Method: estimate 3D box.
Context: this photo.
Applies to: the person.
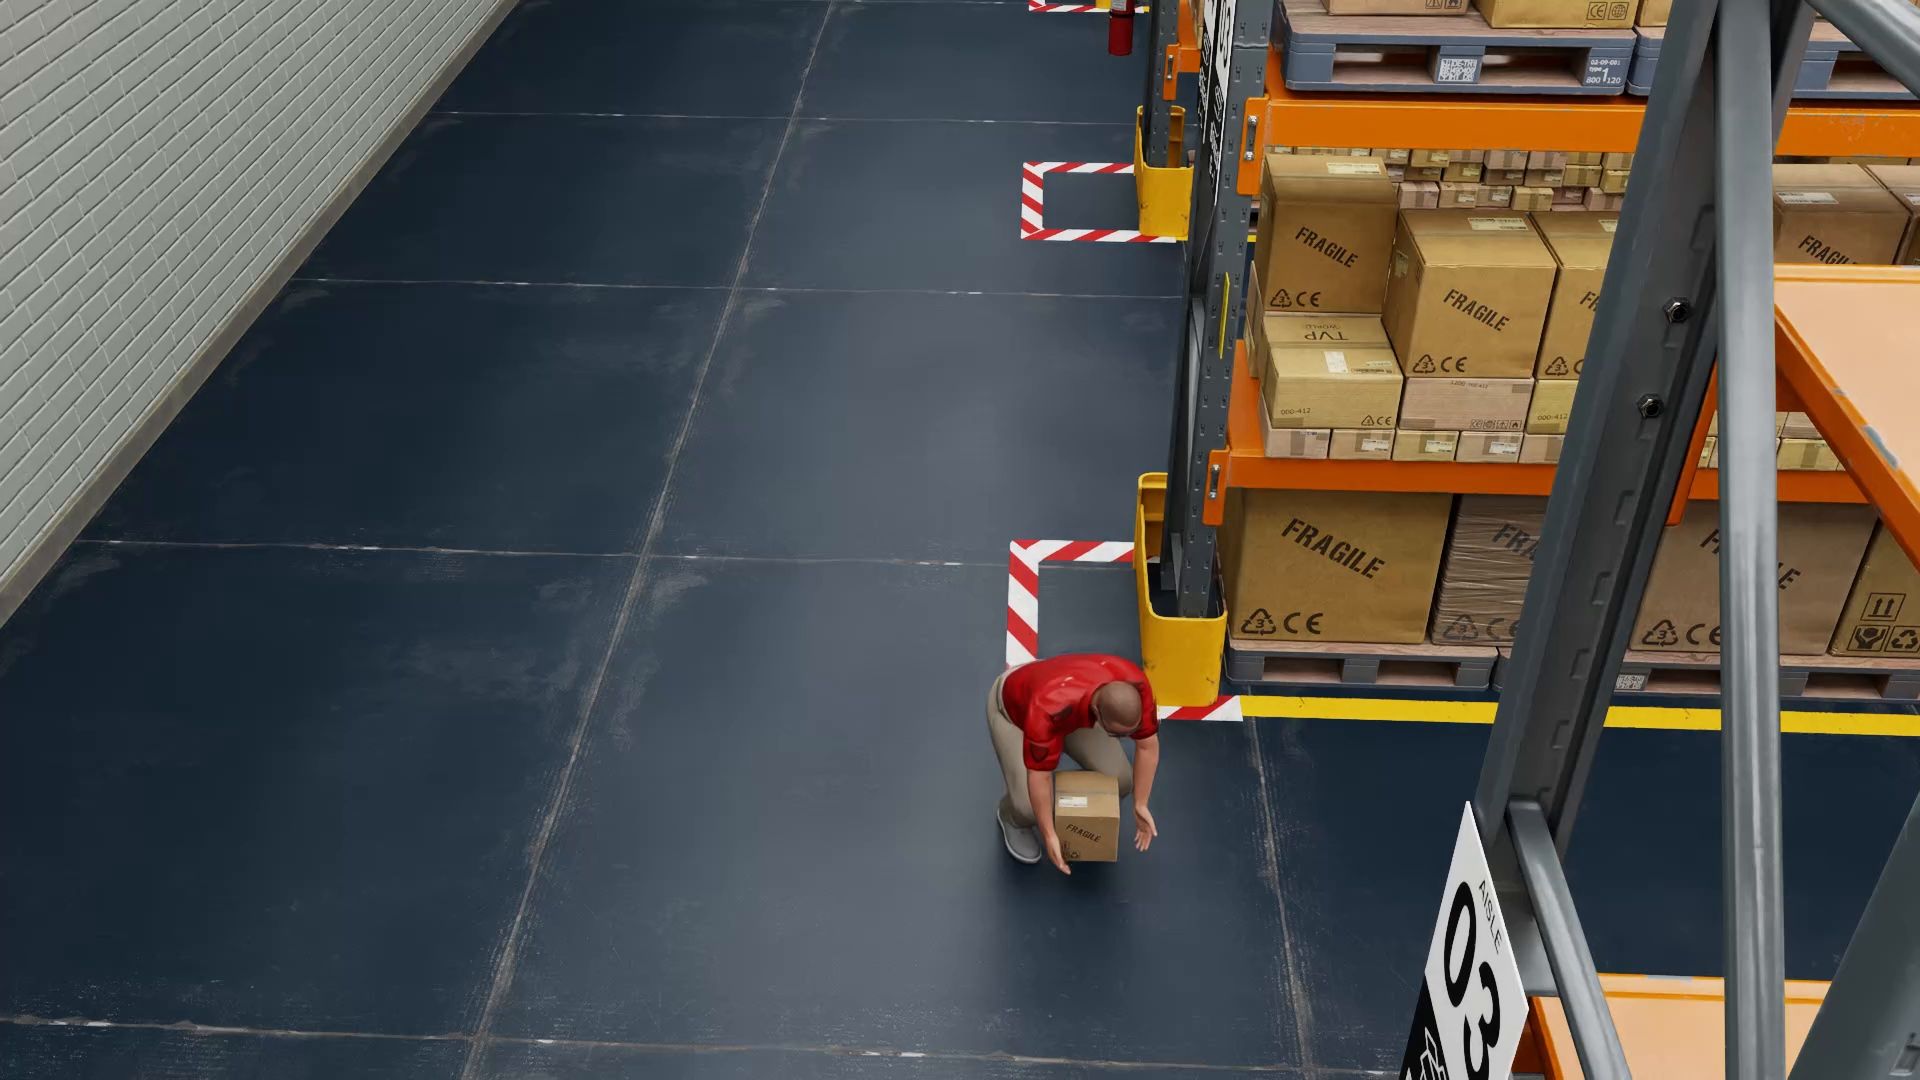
[{"bbox_3d":[0.444,0.810,6.561,0.577,1.076,0.824,-12,37,-17],"label":"person"}]
